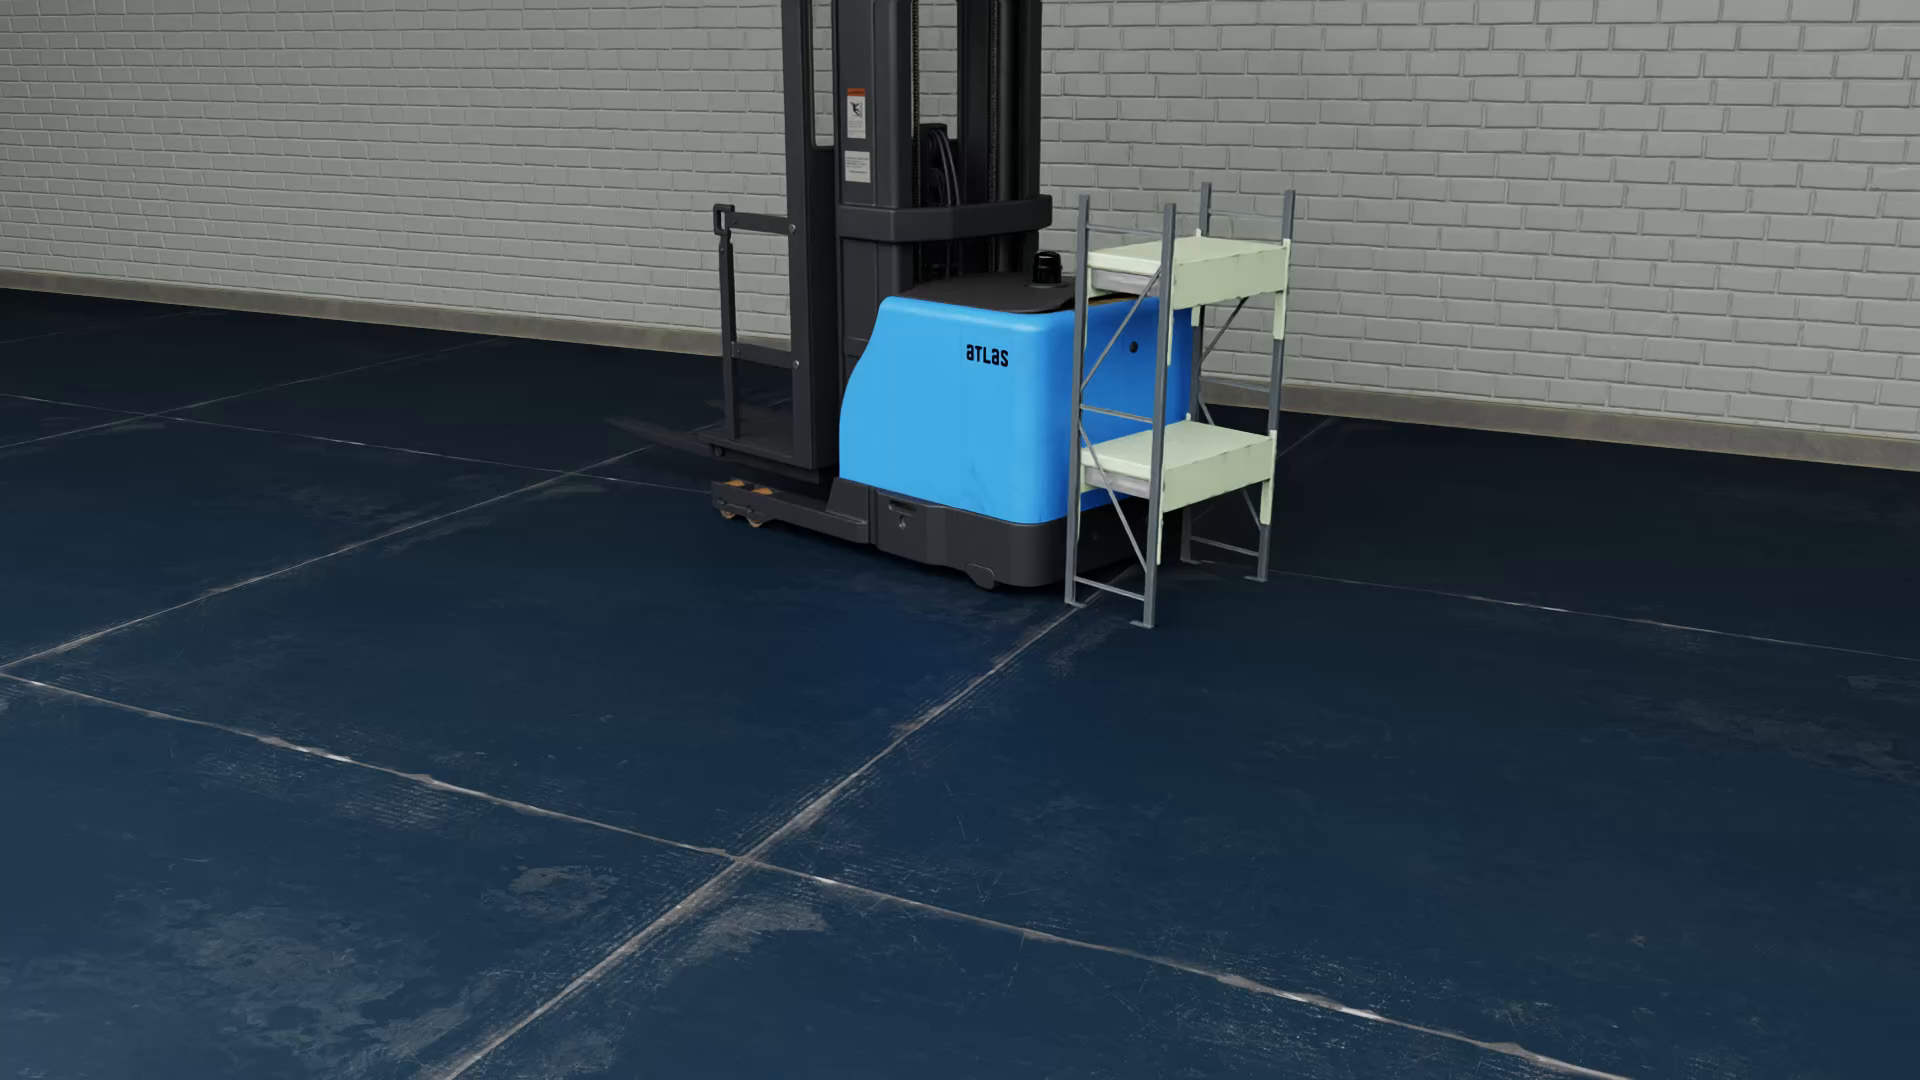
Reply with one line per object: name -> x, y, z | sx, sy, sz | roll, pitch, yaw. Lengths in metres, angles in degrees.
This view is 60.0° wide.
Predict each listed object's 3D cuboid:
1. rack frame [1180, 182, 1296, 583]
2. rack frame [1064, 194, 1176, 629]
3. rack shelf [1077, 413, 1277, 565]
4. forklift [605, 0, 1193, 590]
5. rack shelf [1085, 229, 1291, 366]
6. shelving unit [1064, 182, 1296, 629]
rack frame -> 1.053, -0.593, 6.372 | 0.400, 1.500, 0.023 | 16, 23, 40
rack frame -> 0.553, -0.441, 5.859 | 0.400, 1.500, 0.023 | 16, 23, 40
rack shelf -> 0.799, -0.206, 6.213 | 0.431, 0.370, 0.720 | 16, 23, 40
forklift -> -0.456, -1.557, 7.118 | 3.031, 2.935, 1.130 | 16, 23, 42
rack shelf -> 0.809, -0.890, 5.999 | 0.431, 0.370, 0.720 | 16, 23, 40
shelving unit -> 0.803, -0.517, 6.115 | 0.431, 1.500, 0.755 | 16, 23, 40
